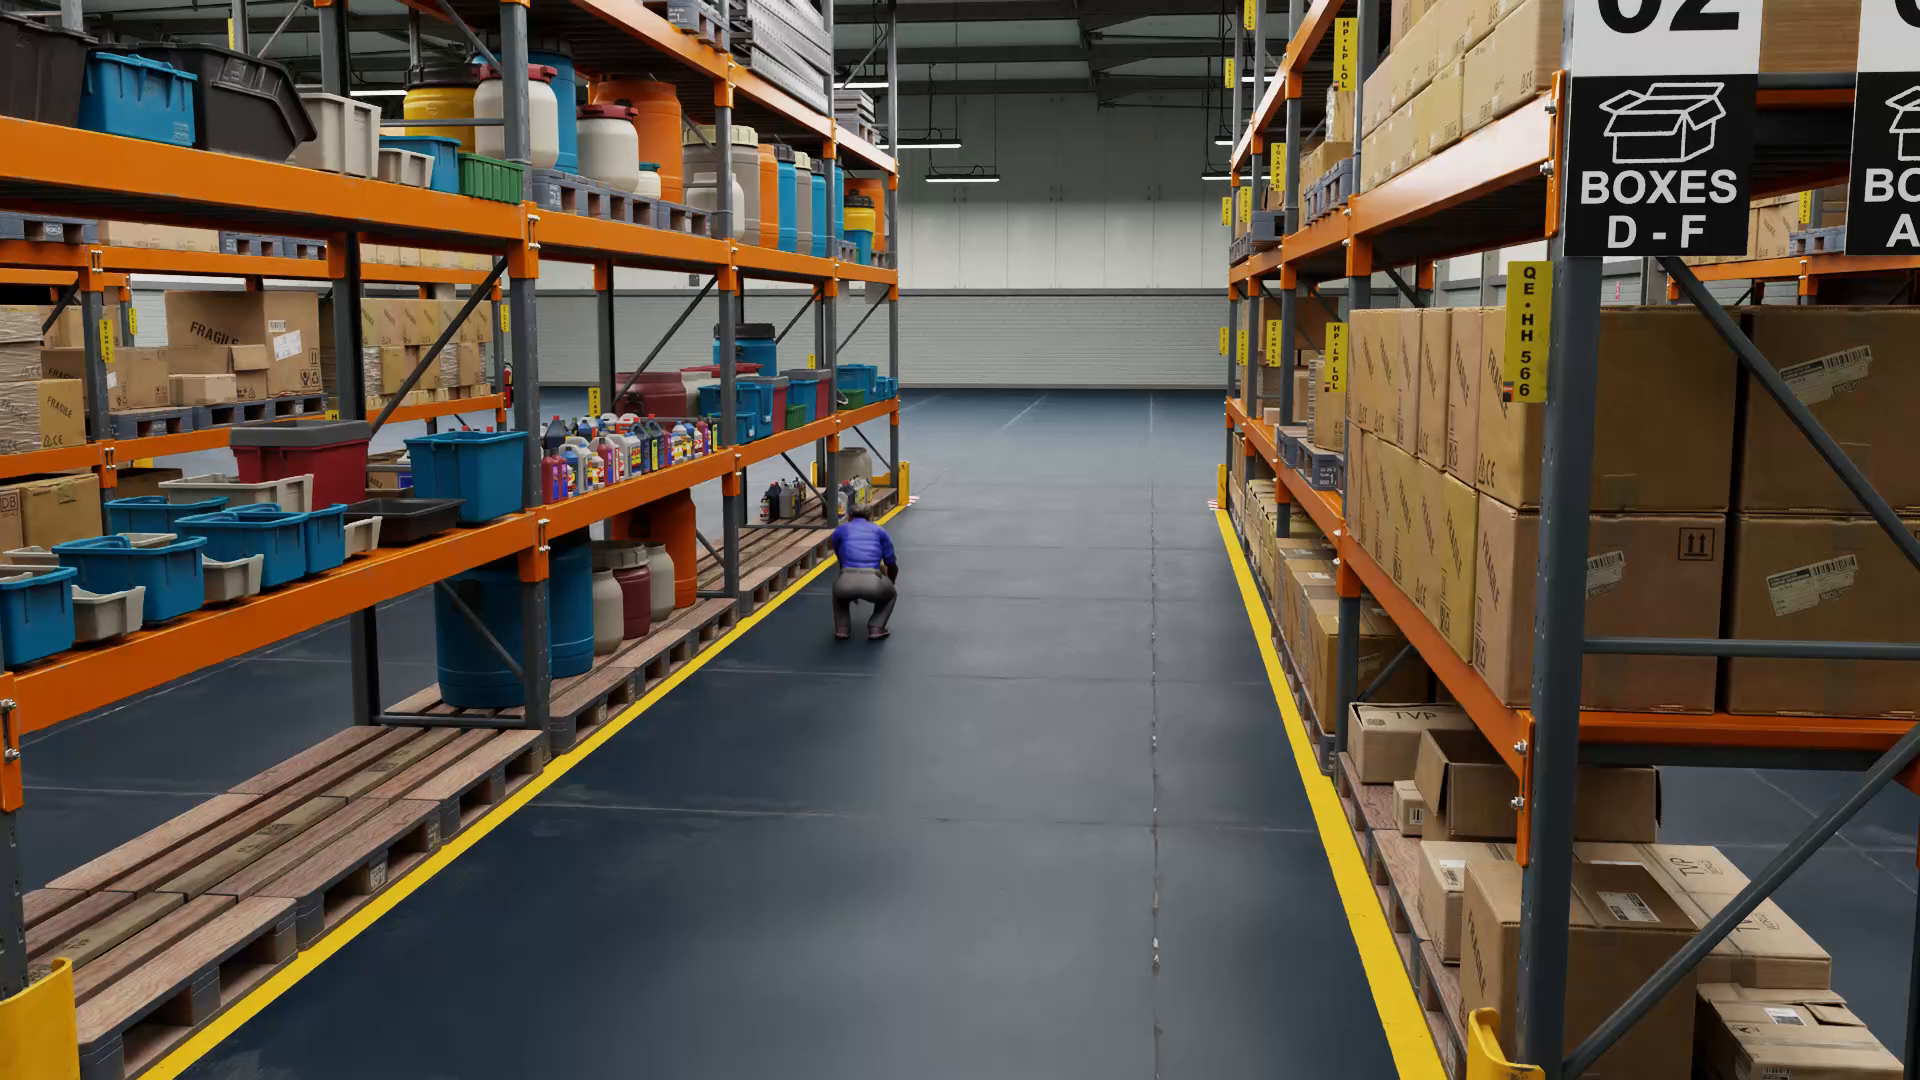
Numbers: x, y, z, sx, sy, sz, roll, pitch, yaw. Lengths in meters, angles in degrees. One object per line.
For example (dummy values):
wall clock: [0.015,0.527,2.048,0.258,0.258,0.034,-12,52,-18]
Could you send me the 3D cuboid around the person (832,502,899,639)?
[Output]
person: [-0.698,0.215,11.997,0.473,0.935,0.838,1,8,5]
